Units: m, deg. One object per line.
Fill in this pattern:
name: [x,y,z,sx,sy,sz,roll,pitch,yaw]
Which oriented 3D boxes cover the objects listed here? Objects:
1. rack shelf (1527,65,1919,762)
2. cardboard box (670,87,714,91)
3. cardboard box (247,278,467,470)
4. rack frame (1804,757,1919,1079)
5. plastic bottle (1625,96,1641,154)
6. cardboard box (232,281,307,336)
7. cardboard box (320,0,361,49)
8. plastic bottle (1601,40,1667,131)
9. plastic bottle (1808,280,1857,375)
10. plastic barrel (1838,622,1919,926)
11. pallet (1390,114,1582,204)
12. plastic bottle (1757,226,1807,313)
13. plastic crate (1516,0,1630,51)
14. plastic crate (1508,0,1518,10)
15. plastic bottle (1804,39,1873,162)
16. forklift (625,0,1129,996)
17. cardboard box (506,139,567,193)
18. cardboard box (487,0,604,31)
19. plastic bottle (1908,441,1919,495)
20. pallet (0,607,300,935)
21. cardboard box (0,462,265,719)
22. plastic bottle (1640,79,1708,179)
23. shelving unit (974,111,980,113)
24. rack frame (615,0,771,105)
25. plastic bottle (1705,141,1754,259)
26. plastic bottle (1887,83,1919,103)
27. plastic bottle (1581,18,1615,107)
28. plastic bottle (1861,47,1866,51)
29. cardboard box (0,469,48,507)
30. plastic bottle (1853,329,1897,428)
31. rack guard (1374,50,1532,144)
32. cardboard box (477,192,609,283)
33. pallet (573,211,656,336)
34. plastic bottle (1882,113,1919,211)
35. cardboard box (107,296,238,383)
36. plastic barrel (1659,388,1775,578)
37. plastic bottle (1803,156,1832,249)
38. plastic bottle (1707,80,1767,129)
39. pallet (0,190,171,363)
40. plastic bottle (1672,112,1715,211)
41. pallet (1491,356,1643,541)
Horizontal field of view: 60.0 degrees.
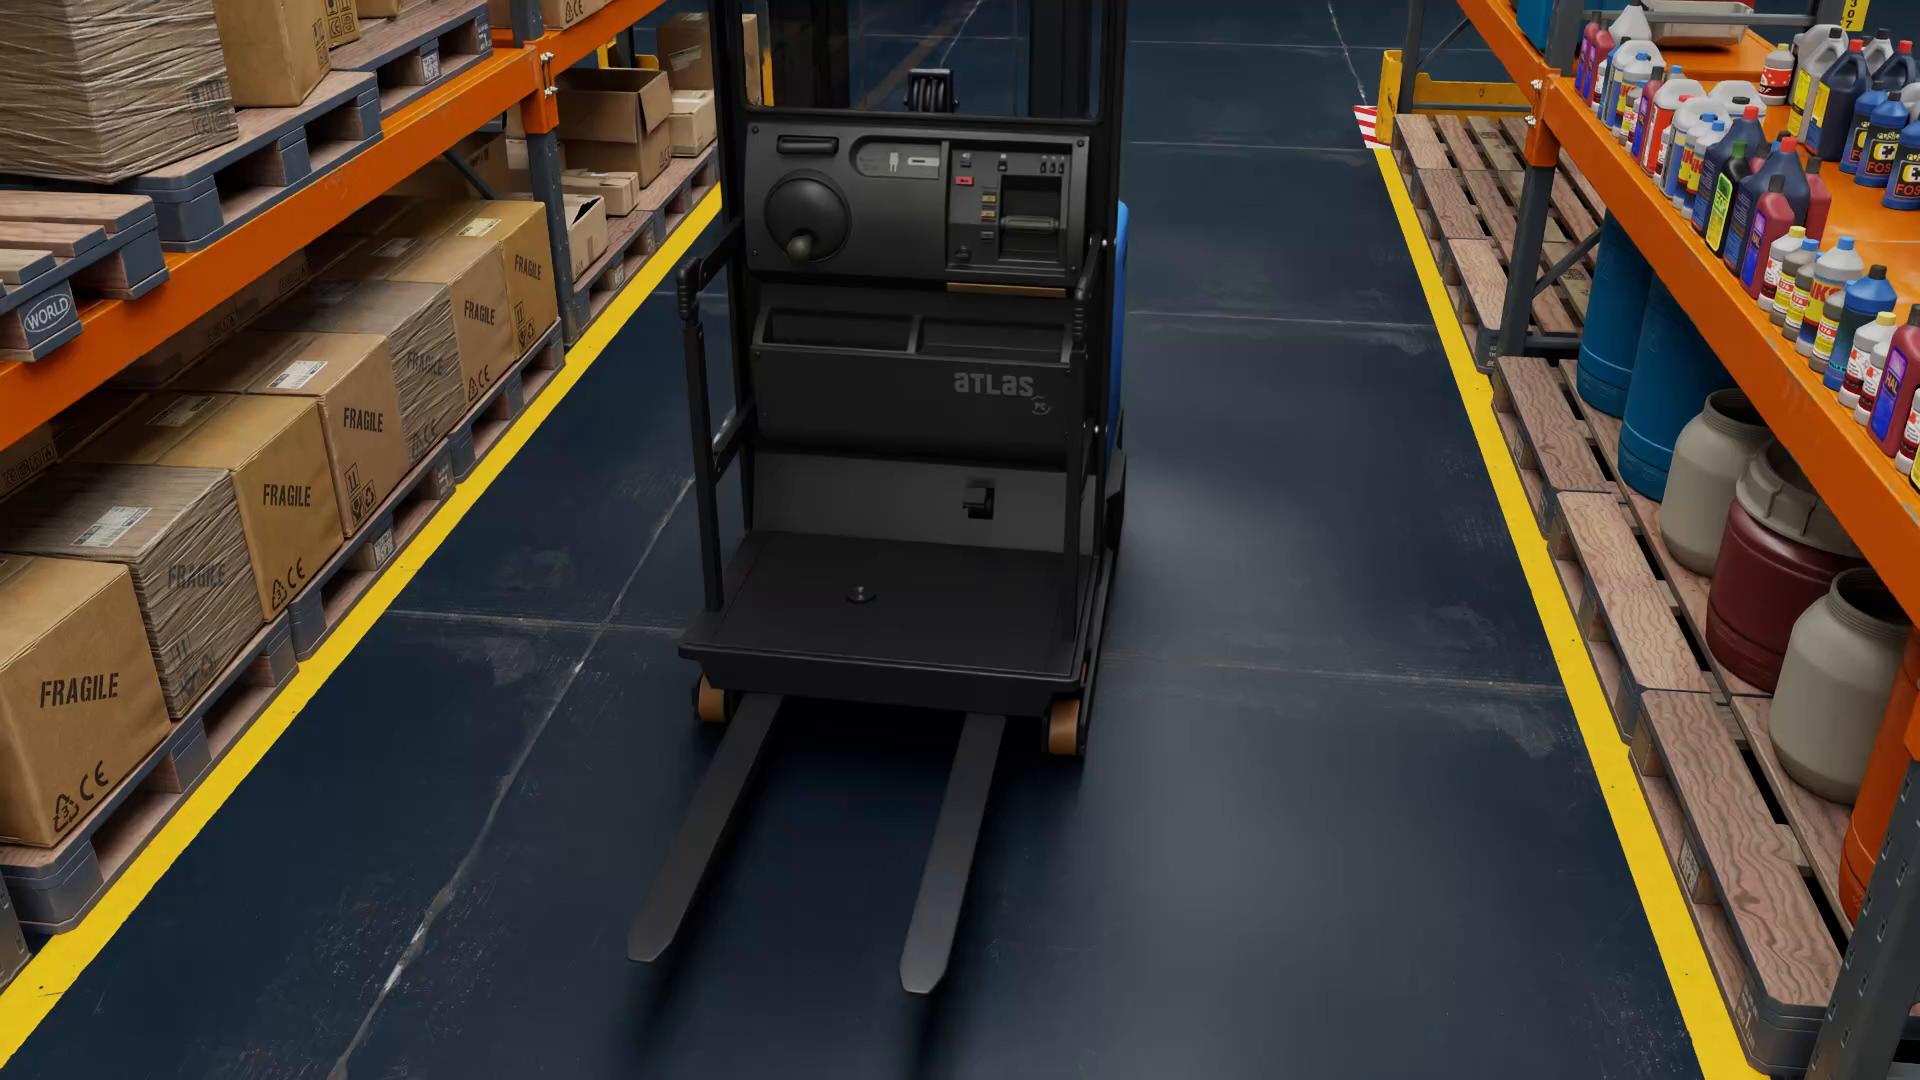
rack shelf: [2.473,-0.669,4.588,1.077,0.370,4.000,3,28,6]
cardboard box: [-1.669,-2.590,9.919,0.380,0.166,0.250,3,28,6]
cardboard box: [-2.105,-0.593,5.859,0.500,0.500,0.500,4,29,7]
rack frame: [2.231,-0.044,2.669,0.949,2.616,0.053,3,28,6]
plastic bottle: [2.173,-1.327,5.260,0.097,0.201,0.097,0,28,0]
cardboard box: [-2.622,-0.610,5.891,0.500,0.500,0.500,4,29,7]
cardboard box: [-2.499,-1.908,5.581,0.700,0.500,0.500,8,29,14]
plastic bottle: [2.238,-1.505,5.511,0.152,0.276,0.135,3,28,6]
plastic bottle: [1.950,-0.471,3.672,0.097,0.201,0.097,0,28,0]
plastic barrel: [2.271,0.495,3.514,0.600,0.830,0.708,3,28,6]
pallet: [3.068,-2.196,9.604,1.003,0.211,1.213,3,28,6]
plastic bottle: [1.998,-0.655,4.012,0.097,0.201,0.097,0,28,0]
plastic crate: [2.436,-2.186,6.599,0.392,0.384,0.575,3,28,6]
plastic crate: [2.588,-2.375,7.223,0.437,0.125,0.590,3,28,6]
plastic bottle: [2.764,-1.375,5.192,0.144,0.351,0.185,3,28,6]
forklift: [-0.153,-0.871,4.277,1.130,2.935,3.031,4,29,8]
cardboard box: [-2.318,-1.864,8.419,0.500,0.311,0.500,3,28,6]
cardboard box: [-1.865,-2.485,7.094,0.500,0.500,0.500,4,29,8]
plastic bottle: [1.854,-0.208,3.097,0.061,0.283,0.133,3,28,6]
pallet: [-2.559,0.544,4.517,1.003,0.211,1.213,3,28,6]
cardboard box: [-2.290,0.128,4.521,0.500,0.500,0.500,2,28,4]
plastic bottle: [2.169,-1.241,5.022,0.152,0.276,0.135,3,28,6]
shelving unit: [0.135,-0.939,6.228,0.258,1.200,0.503,4,29,8]
rack frame: [-1.708,-4.100,10.197,1.000,3.000,0.127,3,28,6]
plastic bottle: [2.033,-0.896,4.373,0.061,0.283,0.133,3,28,6]
plastic bottle: [2.884,-1.259,5.055,0.152,0.276,0.135,3,28,6]
plastic bottle: [2.233,-1.665,5.801,0.061,0.283,0.133,3,28,6]
plastic bottle: [2.945,-1.496,5.496,0.152,0.276,0.135,3,28,6]
cardboard box: [-2.806,0.119,4.538,0.500,0.500,0.500,4,29,8]
plastic bottle: [1.914,-0.334,3.417,0.097,0.201,0.097,0,28,0]
rack guard: [3.198,-2.722,10.275,1.175,0.500,0.348,3,28,6]
cardboard box: [-1.932,-1.412,7.579,0.500,0.311,0.500,3,28,6]
pallet: [-2.113,-1.312,7.963,1.003,0.211,1.213,3,28,6]
plastic bottle: [2.713,-1.083,4.733,0.097,0.271,0.097,0,28,0]
cardboard box: [-2.682,-0.720,5.304,0.500,0.250,0.500,3,28,5]
plastic barrel: [2.389,-0.168,5.079,0.421,0.512,0.421,0,28,0]
plastic bottle: [2.159,-0.825,4.241,0.061,0.283,0.133,3,28,6]
plastic bottle: [2.320,-1.232,5.005,0.152,0.276,0.135,3,28,6]
pallet: [-2.675,-0.573,3.853,1.213,0.211,1.003,3,28,6]
plastic bottle: [2.100,-1.077,4.722,0.097,0.271,0.097,0,28,0]
pallet: [2.582,-0.339,6.156,1.003,0.211,1.213,3,28,6]
